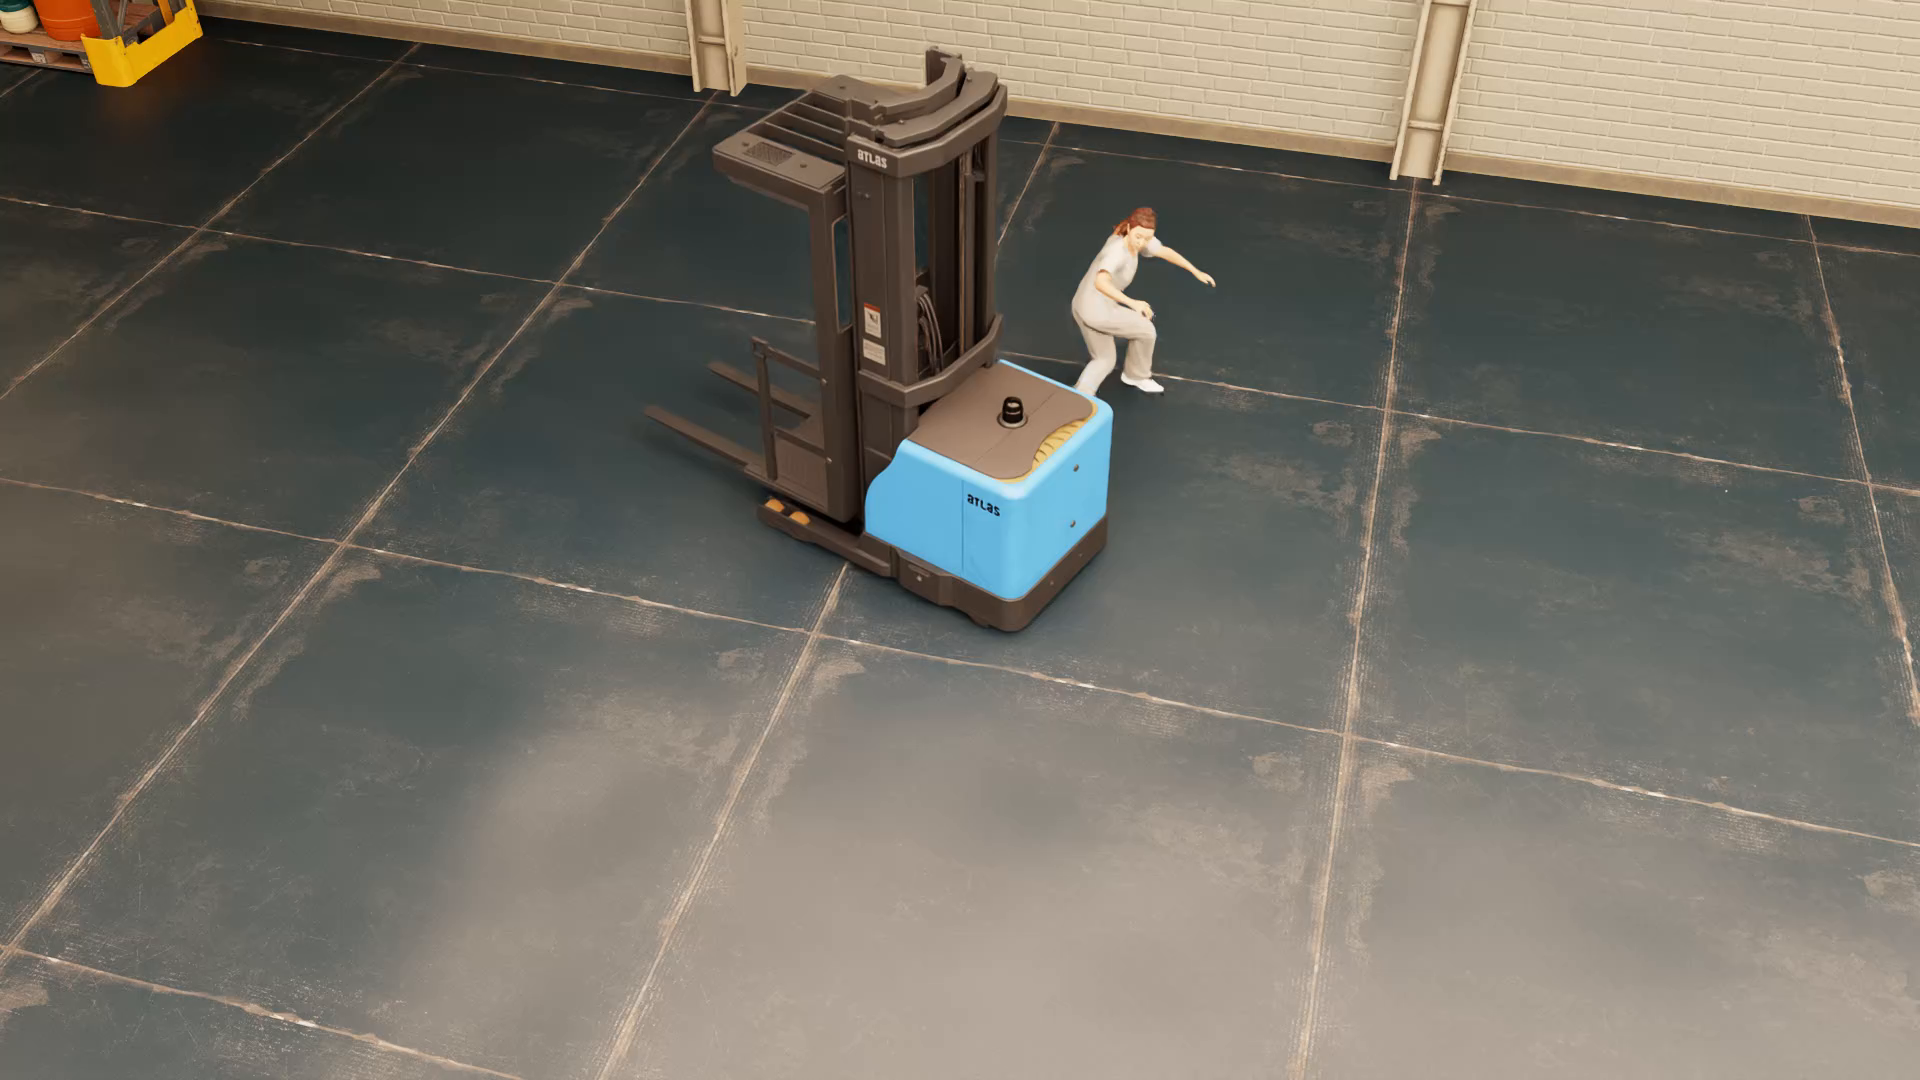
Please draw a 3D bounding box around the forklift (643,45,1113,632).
[{"bbox_3d":[-0.618,-1.365,9.419,3.031,2.935,1.130,25,47,26],"label":"forklift"}]

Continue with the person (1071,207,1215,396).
[{"bbox_3d":[1.131,-1.400,10.624,1.071,1.461,0.797,-6,42,-7],"label":"person"}]
